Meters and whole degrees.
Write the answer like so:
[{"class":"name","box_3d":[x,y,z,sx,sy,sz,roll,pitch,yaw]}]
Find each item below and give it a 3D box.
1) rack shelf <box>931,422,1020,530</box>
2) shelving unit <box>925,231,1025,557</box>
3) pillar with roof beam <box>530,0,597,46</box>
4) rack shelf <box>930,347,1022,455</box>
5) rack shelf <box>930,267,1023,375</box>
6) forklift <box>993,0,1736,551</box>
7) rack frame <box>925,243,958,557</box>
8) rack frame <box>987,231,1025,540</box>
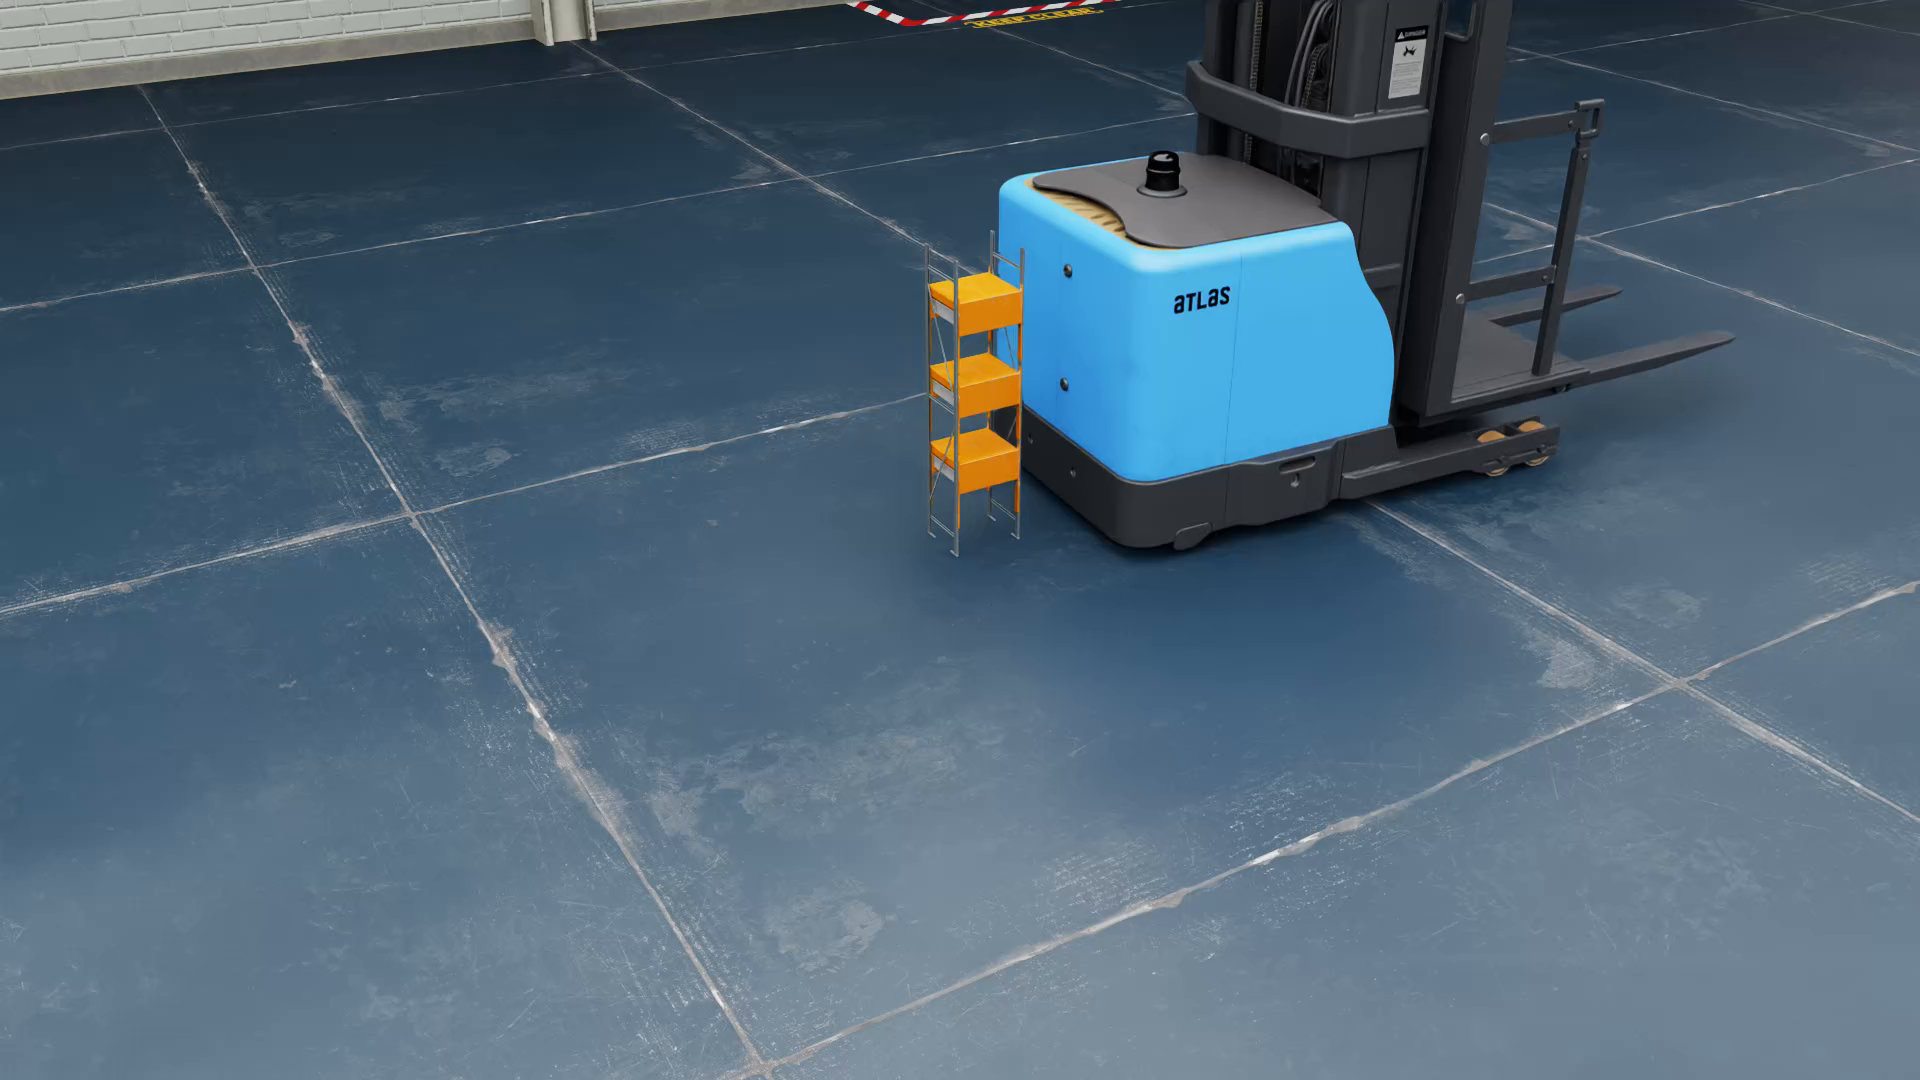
[{"class":"rack shelf","box_3d":[0.046,-0.220,5.659,0.240,0.259,0.215,-16,33,-26]},{"class":"shelving unit","box_3d":[0.046,-0.473,5.520,0.252,1.050,0.215,-16,33,-26]},{"class":"pillar with roof beam","box_3d":[-0.823,-5.964,7.243,0.400,9.000,9.100,-16,33,-26]},{"class":"rack shelf","box_3d":[0.046,-0.463,5.525,0.240,0.259,0.215,-16,33,-26]},{"class":"rack shelf","box_3d":[0.046,-0.712,5.388,0.240,0.259,0.215,-16,33,-26]},{"class":"forklift","box_3d":[1.674,-1.732,5.855,3.031,2.935,1.130,-14,32,-23]},{"class":"rack frame","box_3d":[-0.059,-0.443,5.466,0.008,1.050,0.200,-16,33,-26]},{"class":"rack frame","box_3d":[0.151,-0.503,5.574,0.008,1.050,0.200,-16,33,-26]}]
